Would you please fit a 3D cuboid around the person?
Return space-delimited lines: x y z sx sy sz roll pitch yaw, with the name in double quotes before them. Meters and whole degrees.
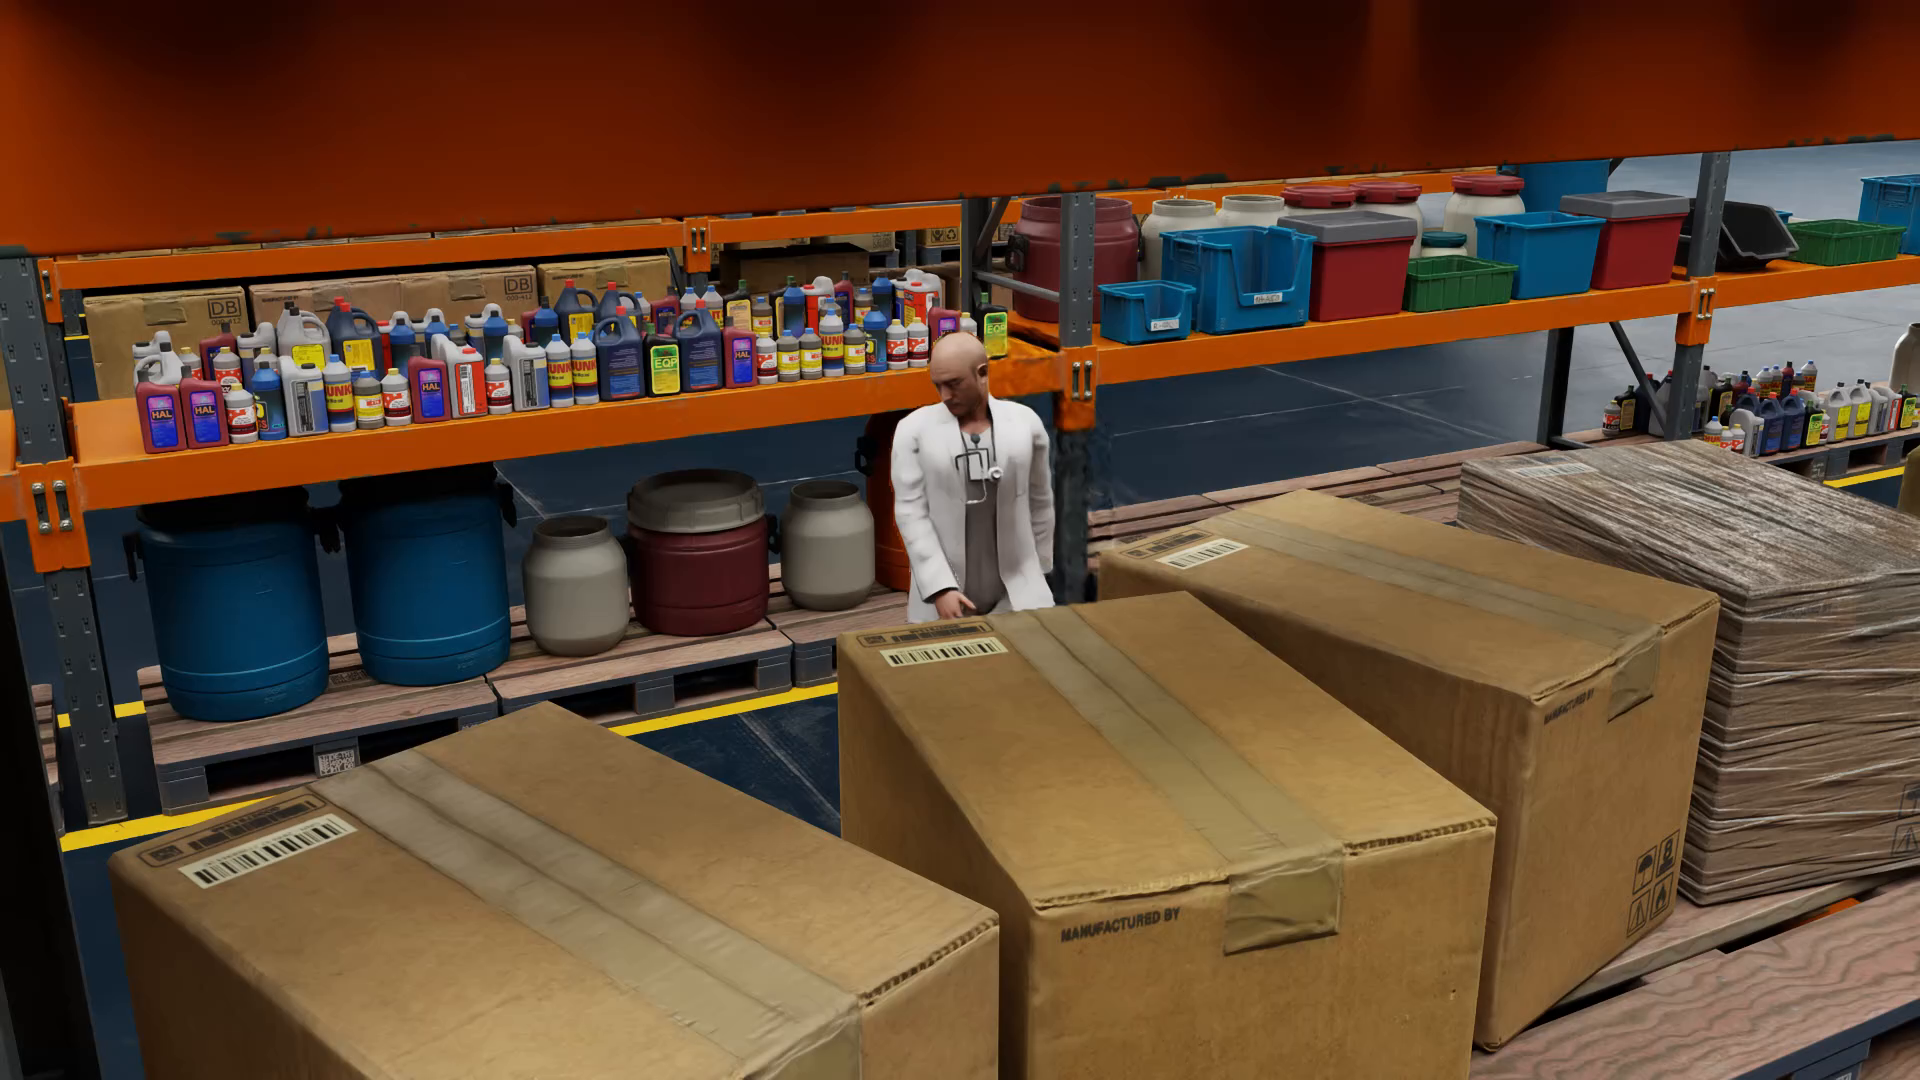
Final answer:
"person" 0.066 0.144 5.622 0.593 1.719 0.863 -3 18 -9
